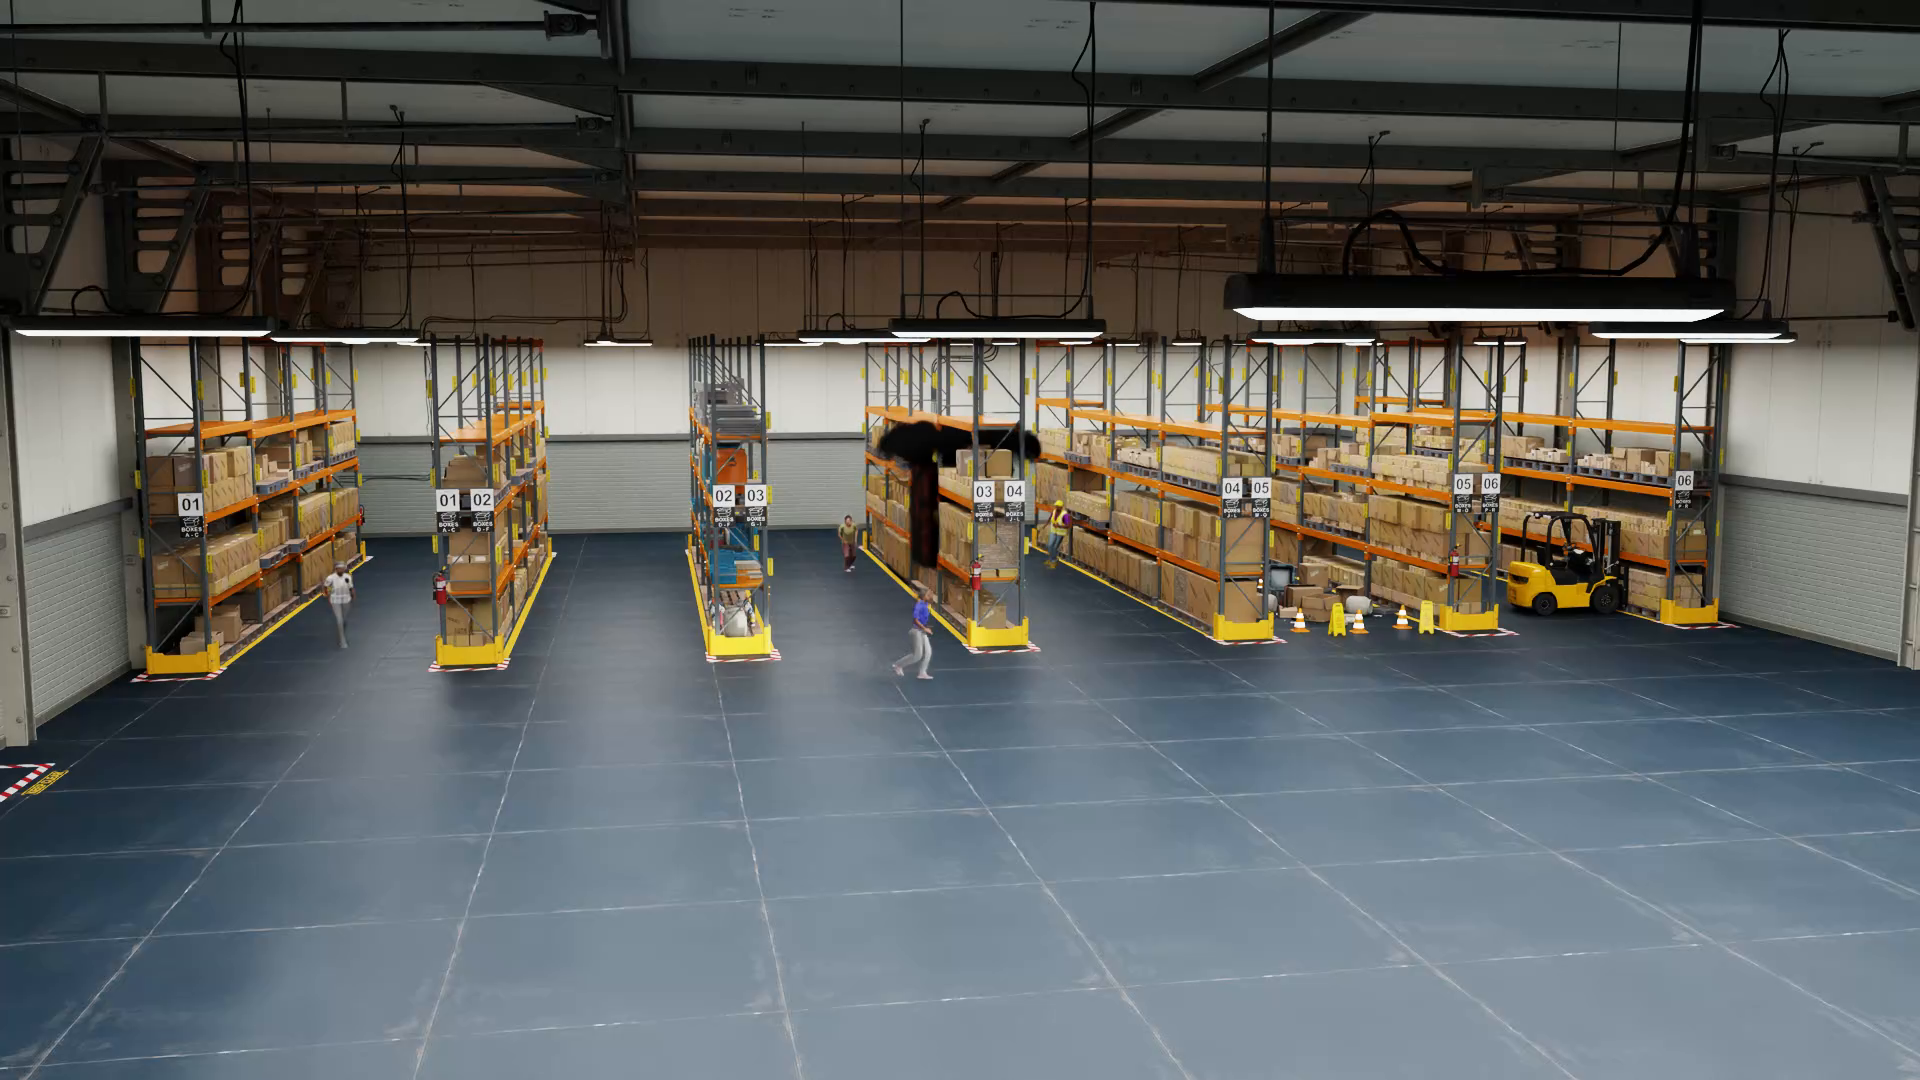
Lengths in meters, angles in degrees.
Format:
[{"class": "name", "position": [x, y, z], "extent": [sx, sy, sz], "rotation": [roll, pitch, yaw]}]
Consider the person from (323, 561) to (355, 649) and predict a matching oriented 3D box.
[{"class": "person", "position": [-12.005, 1.228, 32.167], "extent": [0.554, 1.699, 0.856], "rotation": [-5, 8, -36]}]

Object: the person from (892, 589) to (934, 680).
[{"class": "person", "position": [-0.810, 1.634, 28.876], "extent": [0.730, 1.608, 0.574], "rotation": [1, 7, 11]}]

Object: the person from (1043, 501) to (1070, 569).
[{"class": "person", "position": [2.414, -0.147, 41.883], "extent": [0.839, 1.729, 0.724], "rotation": [3, 7, 22]}]

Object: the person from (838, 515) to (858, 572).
[{"class": "person", "position": [-2.887, 0.134, 42.748], "extent": [0.581, 1.399, 0.836], "rotation": [-3, 7, -23]}]

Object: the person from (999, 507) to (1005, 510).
[{"class": "person", "position": [1.226, -0.696, 48.513], "extent": [0.696, 1.803, 0.684], "rotation": [1, 7, 6]}]
